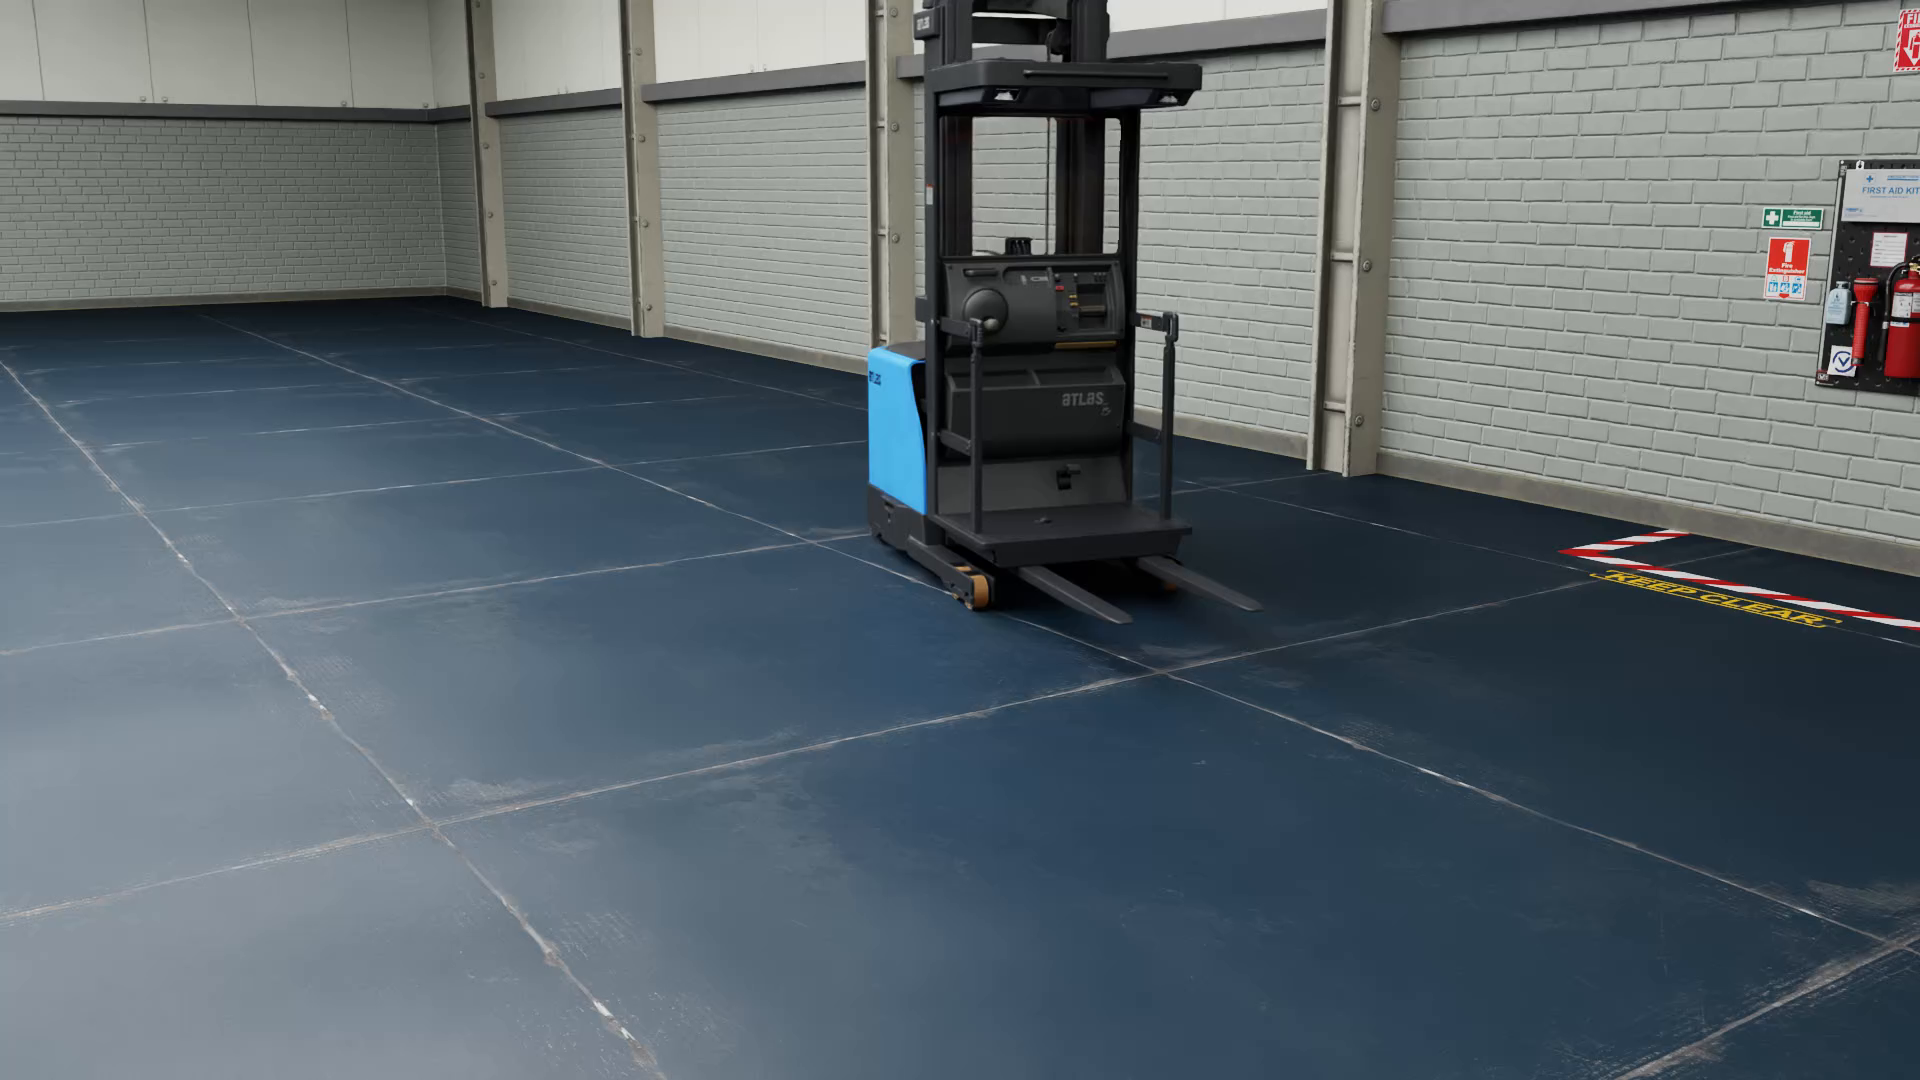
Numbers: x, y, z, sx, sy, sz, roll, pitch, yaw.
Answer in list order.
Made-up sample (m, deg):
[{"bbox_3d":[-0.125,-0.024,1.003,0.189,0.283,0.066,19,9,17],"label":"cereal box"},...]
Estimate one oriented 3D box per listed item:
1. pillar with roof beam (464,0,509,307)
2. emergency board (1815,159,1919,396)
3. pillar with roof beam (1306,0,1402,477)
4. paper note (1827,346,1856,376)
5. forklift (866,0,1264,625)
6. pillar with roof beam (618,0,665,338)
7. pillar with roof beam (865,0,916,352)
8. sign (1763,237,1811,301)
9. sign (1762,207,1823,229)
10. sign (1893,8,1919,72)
[{"bbox_3d":[-10.898,-7.570,22.914,9.100,9.000,0.400,-8,15,-33],"label":"pillar with roof beam"},{"bbox_3d":[4.645,-1.324,8.397,0.194,1.169,0.643,-8,15,-33],"label":"emergency board"},{"bbox_3d":[-0.925,-4.369,8.275,9.100,9.000,0.400,-8,15,-33],"label":"pillar with roof beam"},{"bbox_3d":[4.605,-0.934,8.672,0.016,0.148,0.142,-8,15,-33],"label":"paper note"},{"bbox_3d":[0.451,-1.202,7.999,1.130,2.935,3.031,-4,13,-19],"label":"forklift"},{"bbox_3d":[-7.574,-6.503,18.034,9.100,9.000,0.400,-8,15,-33],"label":"pillar with roof beam"},{"bbox_3d":[-4.250,-5.436,13.154,9.100,9.000,0.400,-8,15,-33],"label":"pillar with roof beam"},{"bbox_3d":[4.425,-1.452,8.898,0.001,0.329,0.234,-8,15,-33],"label":"sign"},{"bbox_3d":[4.420,-1.709,8.833,0.001,0.109,0.331,-8,15,-33],"label":"sign"},{"bbox_3d":[4.724,-2.470,8.210,0.001,0.298,0.199,-8,15,-33],"label":"sign"}]
